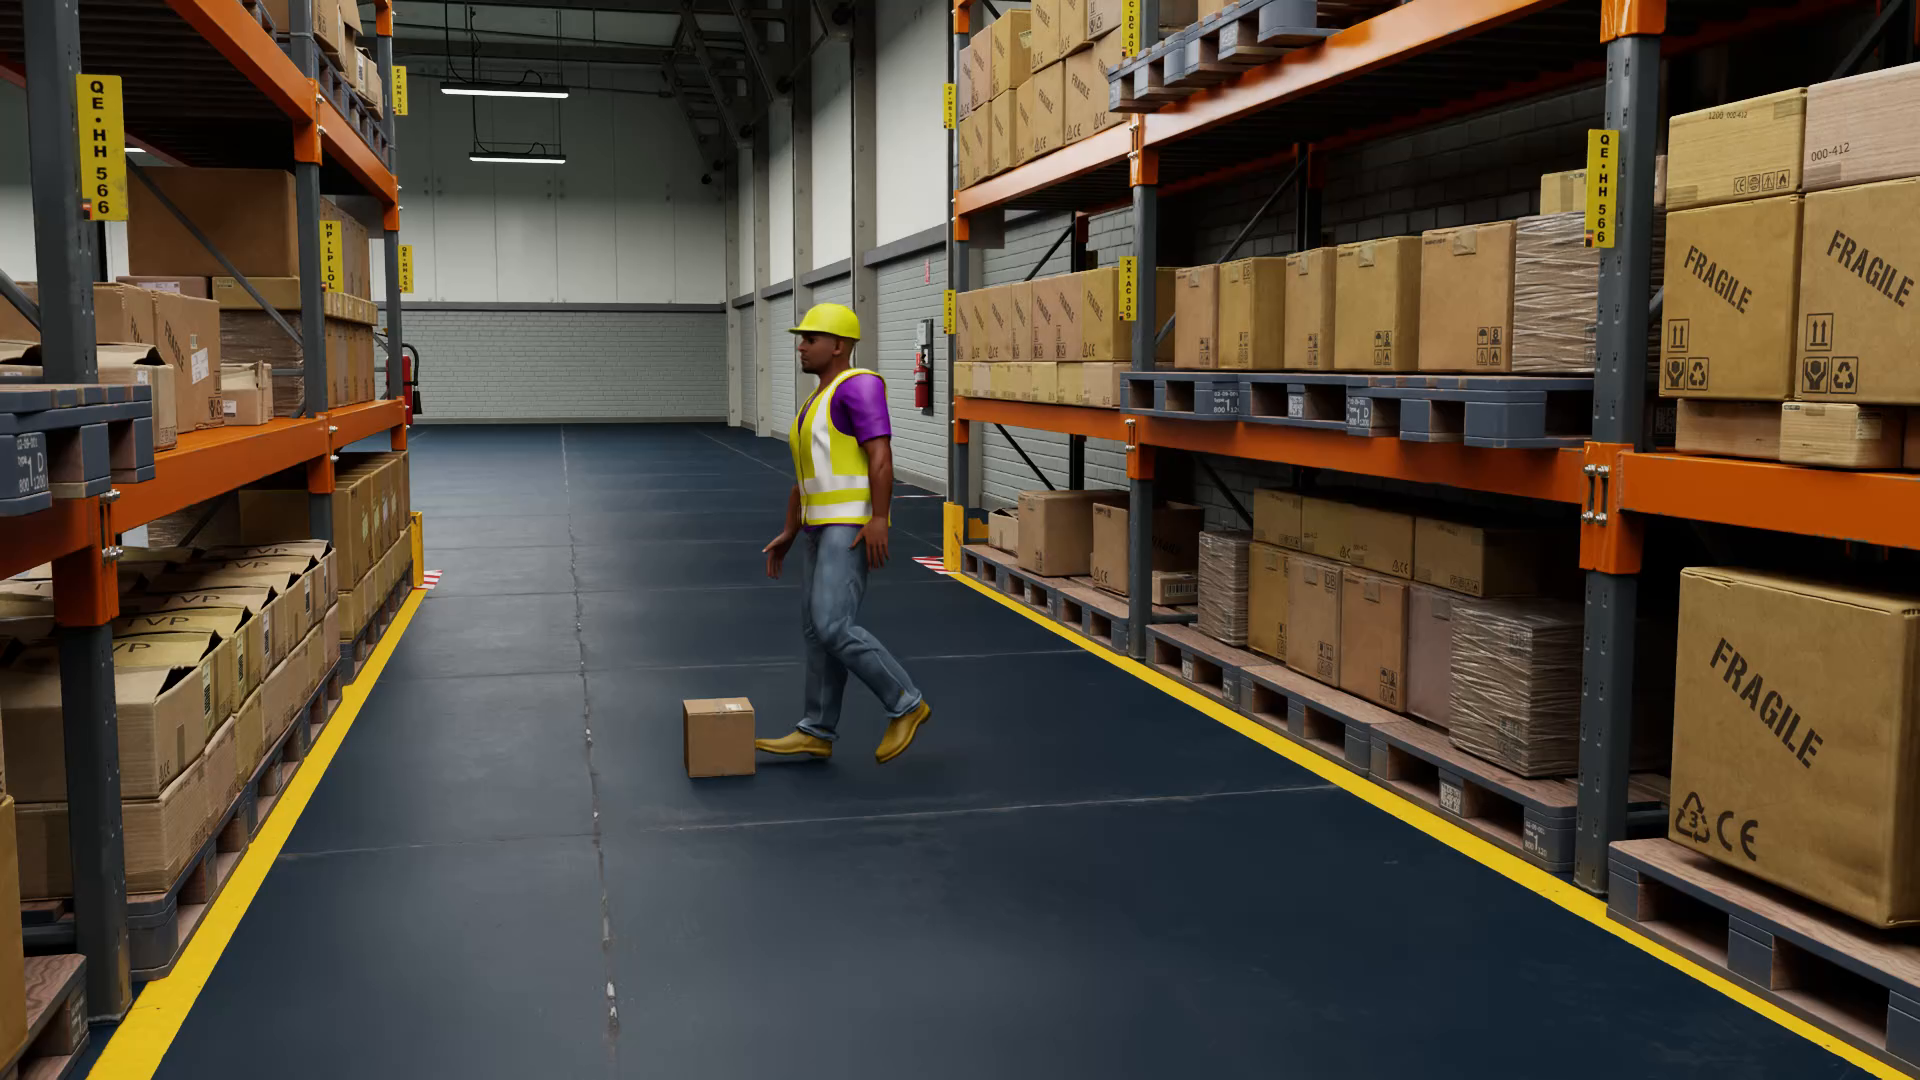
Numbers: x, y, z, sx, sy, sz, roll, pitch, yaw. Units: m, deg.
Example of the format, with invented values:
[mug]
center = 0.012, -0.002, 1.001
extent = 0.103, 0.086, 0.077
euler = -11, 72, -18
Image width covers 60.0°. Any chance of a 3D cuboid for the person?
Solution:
[person]
center = -0.480, -0.024, 6.427
extent = 0.642, 1.773, 0.639
euler = -2, 6, -19
